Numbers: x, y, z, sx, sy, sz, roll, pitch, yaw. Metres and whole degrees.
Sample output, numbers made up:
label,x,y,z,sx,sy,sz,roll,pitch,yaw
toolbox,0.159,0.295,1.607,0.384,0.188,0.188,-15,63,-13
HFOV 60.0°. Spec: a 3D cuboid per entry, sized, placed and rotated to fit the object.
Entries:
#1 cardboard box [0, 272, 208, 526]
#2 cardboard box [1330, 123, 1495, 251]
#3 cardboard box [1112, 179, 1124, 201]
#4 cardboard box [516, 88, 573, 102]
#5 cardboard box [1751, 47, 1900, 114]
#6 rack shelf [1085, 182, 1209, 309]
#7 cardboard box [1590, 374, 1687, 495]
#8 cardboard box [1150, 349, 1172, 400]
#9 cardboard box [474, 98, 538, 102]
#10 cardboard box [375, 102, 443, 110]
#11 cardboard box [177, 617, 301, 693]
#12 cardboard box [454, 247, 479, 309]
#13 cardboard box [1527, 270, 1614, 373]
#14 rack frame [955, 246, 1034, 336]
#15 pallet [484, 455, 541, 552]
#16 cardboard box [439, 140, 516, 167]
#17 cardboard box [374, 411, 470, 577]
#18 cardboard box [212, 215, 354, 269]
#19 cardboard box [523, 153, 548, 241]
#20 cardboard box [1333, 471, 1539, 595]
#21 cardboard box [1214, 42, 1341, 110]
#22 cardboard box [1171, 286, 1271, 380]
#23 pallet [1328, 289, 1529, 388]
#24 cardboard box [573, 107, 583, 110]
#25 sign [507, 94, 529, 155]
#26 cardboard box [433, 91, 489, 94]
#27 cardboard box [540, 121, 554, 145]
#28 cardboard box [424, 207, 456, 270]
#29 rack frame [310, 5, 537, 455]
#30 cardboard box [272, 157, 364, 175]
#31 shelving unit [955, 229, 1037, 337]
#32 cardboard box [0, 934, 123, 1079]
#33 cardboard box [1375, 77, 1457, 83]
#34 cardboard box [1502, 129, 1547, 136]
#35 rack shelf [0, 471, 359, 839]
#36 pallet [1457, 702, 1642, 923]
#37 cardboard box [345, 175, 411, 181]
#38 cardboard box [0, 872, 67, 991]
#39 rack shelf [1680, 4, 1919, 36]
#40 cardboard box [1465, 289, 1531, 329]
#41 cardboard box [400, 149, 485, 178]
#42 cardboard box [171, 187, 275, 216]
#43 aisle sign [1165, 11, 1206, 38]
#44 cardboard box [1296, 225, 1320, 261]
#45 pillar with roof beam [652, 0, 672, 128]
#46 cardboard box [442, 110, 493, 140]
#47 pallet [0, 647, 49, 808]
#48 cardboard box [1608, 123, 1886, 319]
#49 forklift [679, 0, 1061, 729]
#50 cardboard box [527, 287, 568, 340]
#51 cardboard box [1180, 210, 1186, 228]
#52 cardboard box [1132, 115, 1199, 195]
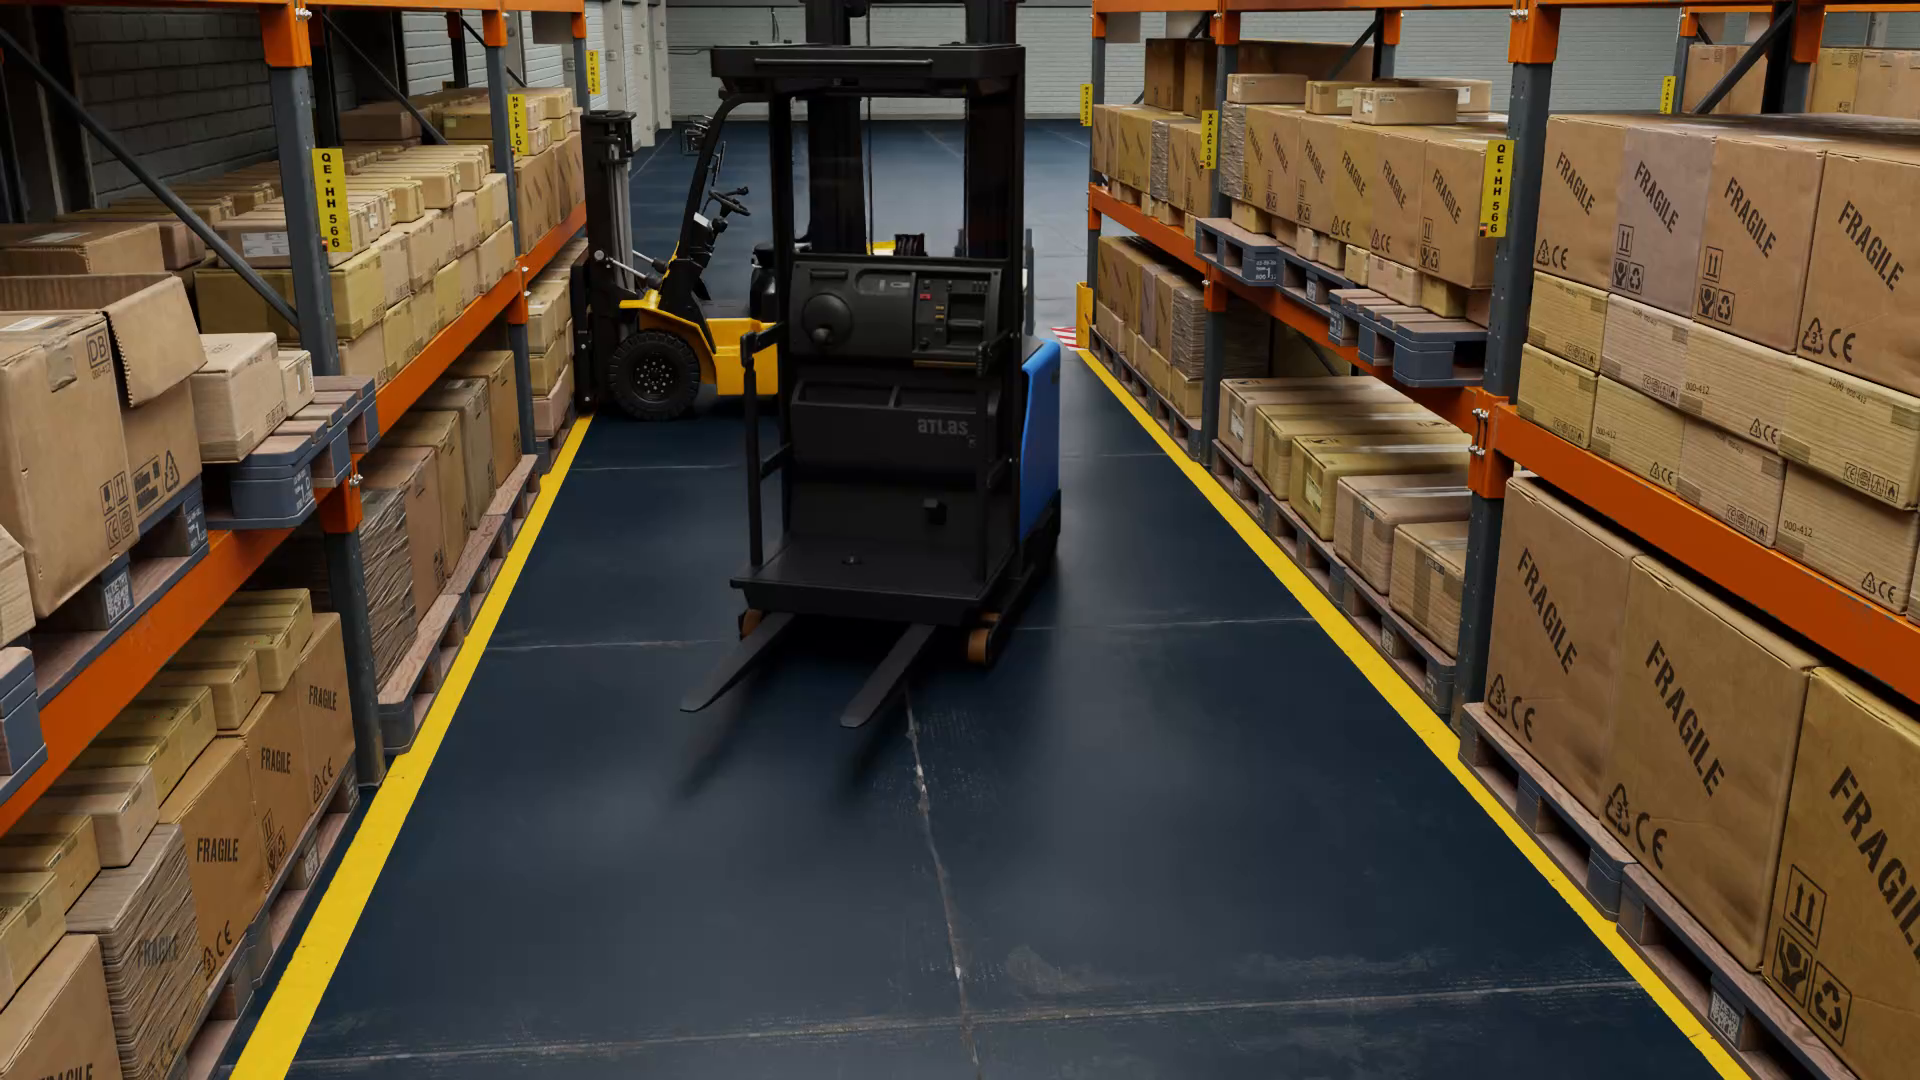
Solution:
label,x,y,z,sx,sy,sz,roll,pitch,yaw
cardboard box,-2.203,-0.323,3.824,0.797,0.503,0.637,-2,18,-7
cardboard box,1.941,-1.529,7.175,0.500,0.500,0.500,-3,18,-9
cardboard box,1.353,-2.631,12.468,0.380,0.149,0.250,-2,17,-5
cardboard box,-3.078,-3.264,12.318,0.380,0.149,0.250,-2,18,-6
cardboard box,6.540,-3.418,12.502,0.875,0.550,0.550,-2,18,-6
rack shelf,1.763,-2.153,11.727,1.077,0.370,4.000,-2,18,-6
cardboard box,2.252,-0.331,4.973,0.500,0.250,0.500,-2,18,-7
cardboard box,1.576,-1.115,11.109,0.500,0.250,0.500,-2,18,-7
cardboard box,-2.961,-2.804,10.853,0.380,0.149,0.250,-2,18,-5
cardboard box,-3.422,-2.635,10.317,0.380,0.149,0.250,-2,18,-7
cardboard box,-2.193,0.349,4.947,0.380,0.149,0.250,-3,18,-9
cardboard box,-2.578,-1.233,7.848,0.500,0.250,0.500,-2,18,-5
cardboard box,2.188,-0.716,5.367,0.500,0.250,0.500,-2,18,-6
rack frame,0.174,-0.763,8.604,0.400,1.500,0.023,0,17,2
pallet,-2.853,-0.197,8.951,1.003,0.211,1.213,-2,18,-6
cardboard box,-2.739,-2.206,9.445,0.380,0.149,0.250,-2,18,-7
cardboard box,-2.751,-0.202,7.577,0.875,0.625,0.625,-3,18,-8
cardboard box,-2.295,-1.015,5.652,0.380,0.149,0.250,-1,17,-4
cardboard box,-2.824,-2.088,10.153,0.500,0.500,0.500,-1,17,-5
cardboard box,2.249,-0.043,7.492,0.950,0.372,0.625,-2,18,-7
cardboard box,2.083,-3.008,10.917,0.700,0.500,0.500,-2,18,-7
cardboard box,1.641,-1.314,10.493,0.500,0.500,0.500,-2,18,-6
pallet,2.202,-0.826,6.619,1.213,0.211,1.003,-2,18,-6
cardboard box,-3.066,-3.200,12.611,0.380,0.149,0.250,-2,17,-5
sign,-2.429,-2.280,9.130,0.100,0.325,0.005,-2,18,-6
cardboard box,-3.513,-3.098,11.791,0.380,0.149,0.250,-2,18,-5
cardboard box,-2.879,-2.667,10.914,0.380,0.149,0.250,-2,18,-7
cardboard box,-2.522,-1.318,7.282,0.500,0.250,0.500,-2,17,-5
rack frame,-2.968,-1.745,9.229,1.000,3.000,0.127,-2,18,-6
cardboard box,-3.098,-1.760,8.025,0.380,0.149,0.250,-2,18,-6
shelving unit,0.184,-0.873,8.954,0.431,1.500,0.755,0,17,2
cardboard box,-2.081,1.172,3.408,0.500,0.500,0.500,-2,18,-7
cardboard box,2.325,-2.264,8.433,0.380,0.149,0.250,-2,18,-7
cardboard box,2.505,-1.394,6.746,0.500,0.500,0.500,-1,17,-3
rack shelf,-2.349,0.385,3.643,1.077,0.370,4.000,-2,18,-6
pallet,2.388,0.859,5.587,1.003,0.211,1.213,-2,18,-6
cardboard box,-2.562,-1.474,7.113,0.380,0.149,0.250,-2,18,-6
cardboard box,-2.112,0.819,3.451,0.380,0.149,0.250,-1,17,-4
rack shelf,6.676,-3.767,11.860,1.077,0.370,4.000,-2,18,-6
cardboard box,2.114,-0.879,6.188,0.380,0.149,0.250,-1,17,-4
cardboard box,-2.667,-1.931,8.571,0.380,0.149,0.250,-2,18,-6
cardboard box,-2.939,-1.306,6.580,0.380,0.149,0.250,-2,18,-6
aisle sign,1.838,-4.359,13.215,0.394,0.787,0.004,-2,18,-6
cardboard box,1.818,-1.417,7.900,0.380,0.149,0.250,-1,17,-4
pillar with roof beam,-3.017,-14.635,40.270,9.100,9.000,0.400,-2,18,-6
cardboard box,-2.706,-2.349,9.404,0.380,0.149,0.250,-1,17,-5
pallet,-2.117,0.488,2.435,1.003,0.211,1.213,-2,18,-6
cardboard box,2.250,-0.931,4.798,0.500,0.500,0.500,-2,18,-5
forklift,-0.330,-0.992,6.943,1.130,2.935,3.031,4,18,13
cardboard box,-2.748,-1.417,10.404,0.500,0.250,0.500,-2,18,-6
cardboard box,1.639,-2.095,10.762,0.380,0.149,0.250,-2,18,-6
cardboard box,1.500,-2.674,11.524,0.500,0.500,0.500,-2,18,-7
